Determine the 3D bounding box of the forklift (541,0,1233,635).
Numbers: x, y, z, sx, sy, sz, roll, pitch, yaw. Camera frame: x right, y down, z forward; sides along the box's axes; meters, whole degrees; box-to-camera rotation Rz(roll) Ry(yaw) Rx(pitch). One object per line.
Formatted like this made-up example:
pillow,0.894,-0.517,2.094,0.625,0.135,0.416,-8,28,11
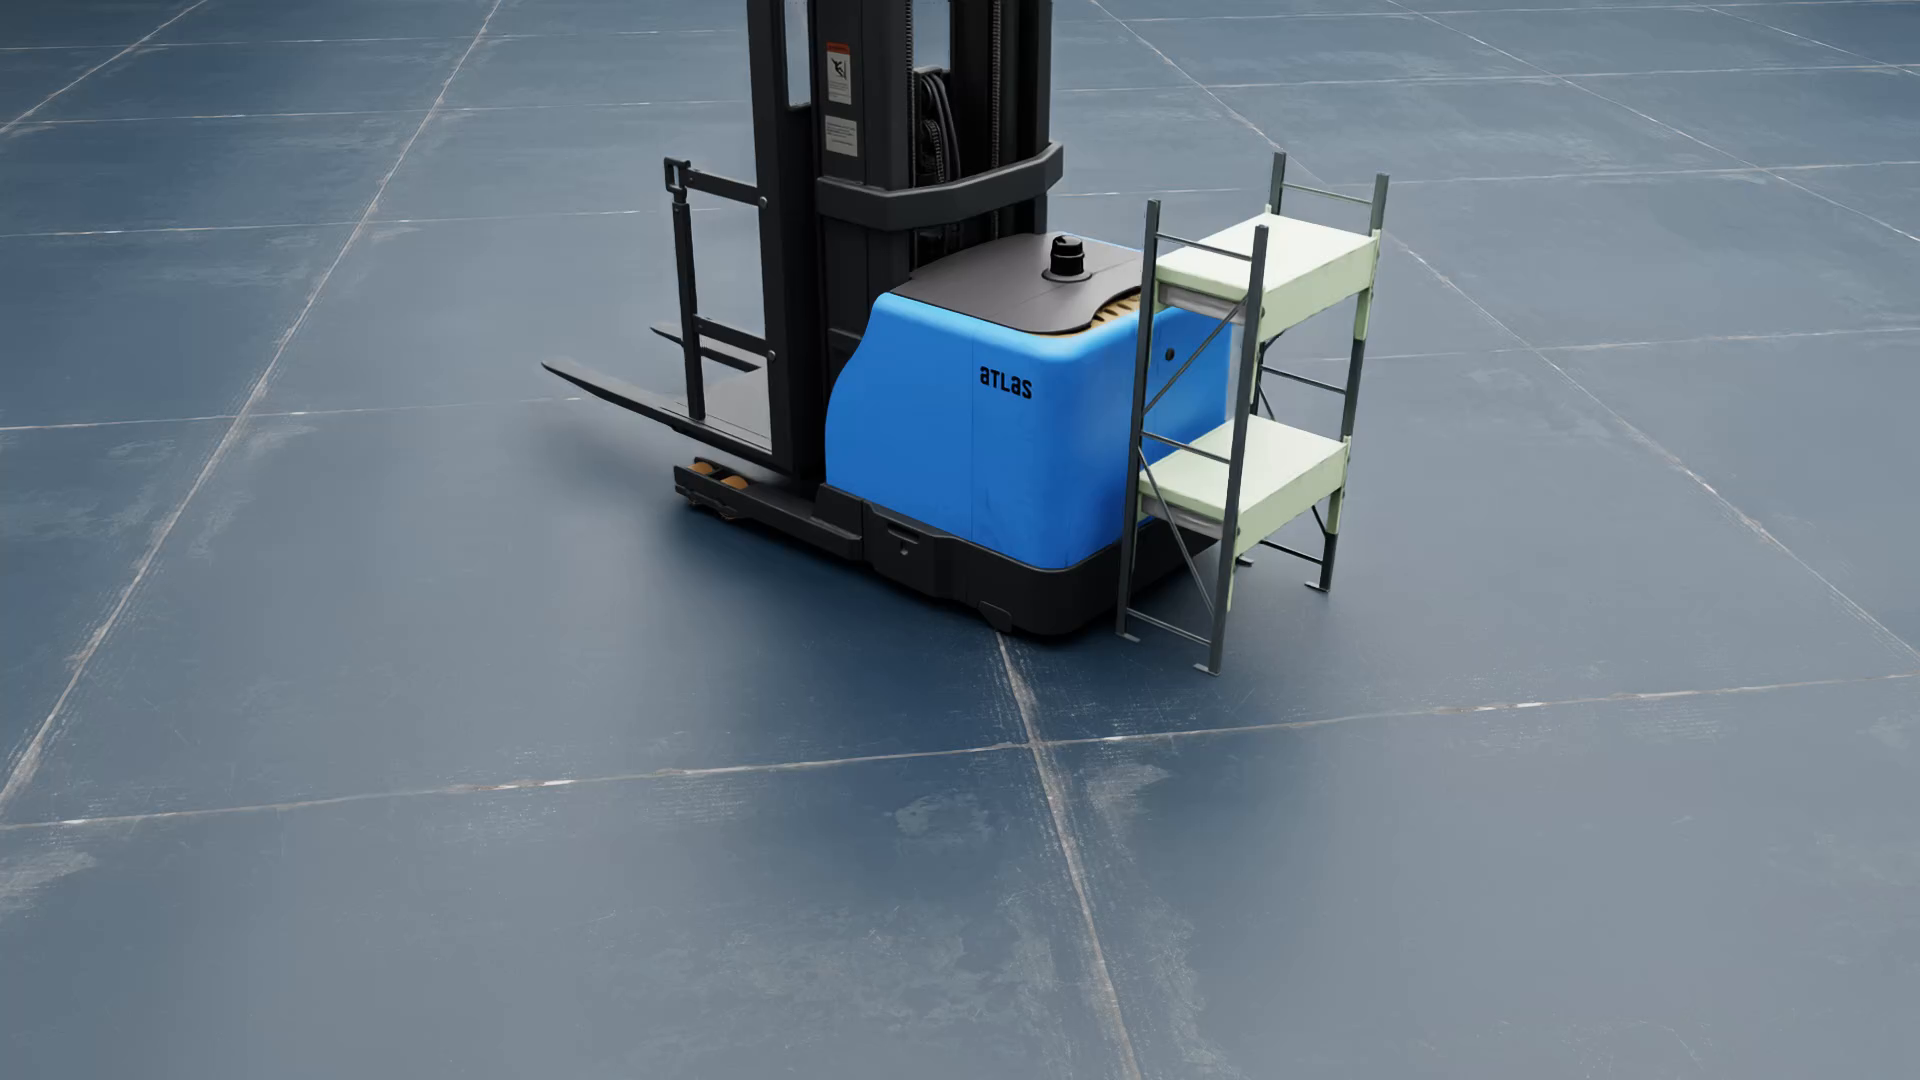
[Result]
forklift,-0.481,-1.541,6.043,3.031,2.935,1.130,22,34,36

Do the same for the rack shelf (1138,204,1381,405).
rack shelf,0.940,-0.756,5.212,0.431,0.370,0.720,22,35,34

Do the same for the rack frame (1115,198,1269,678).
rack frame,0.698,-0.283,5.146,0.400,1.500,0.023,22,35,34

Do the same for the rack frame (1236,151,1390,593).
rack frame,1.166,-0.540,5.646,0.400,1.500,0.023,22,35,34

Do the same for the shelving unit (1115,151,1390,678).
shelving unit,0.932,-0.411,5.396,0.431,1.500,0.755,22,35,34

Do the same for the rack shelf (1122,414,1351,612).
rack shelf,0.926,-0.124,5.550,0.431,0.370,0.720,22,35,34
